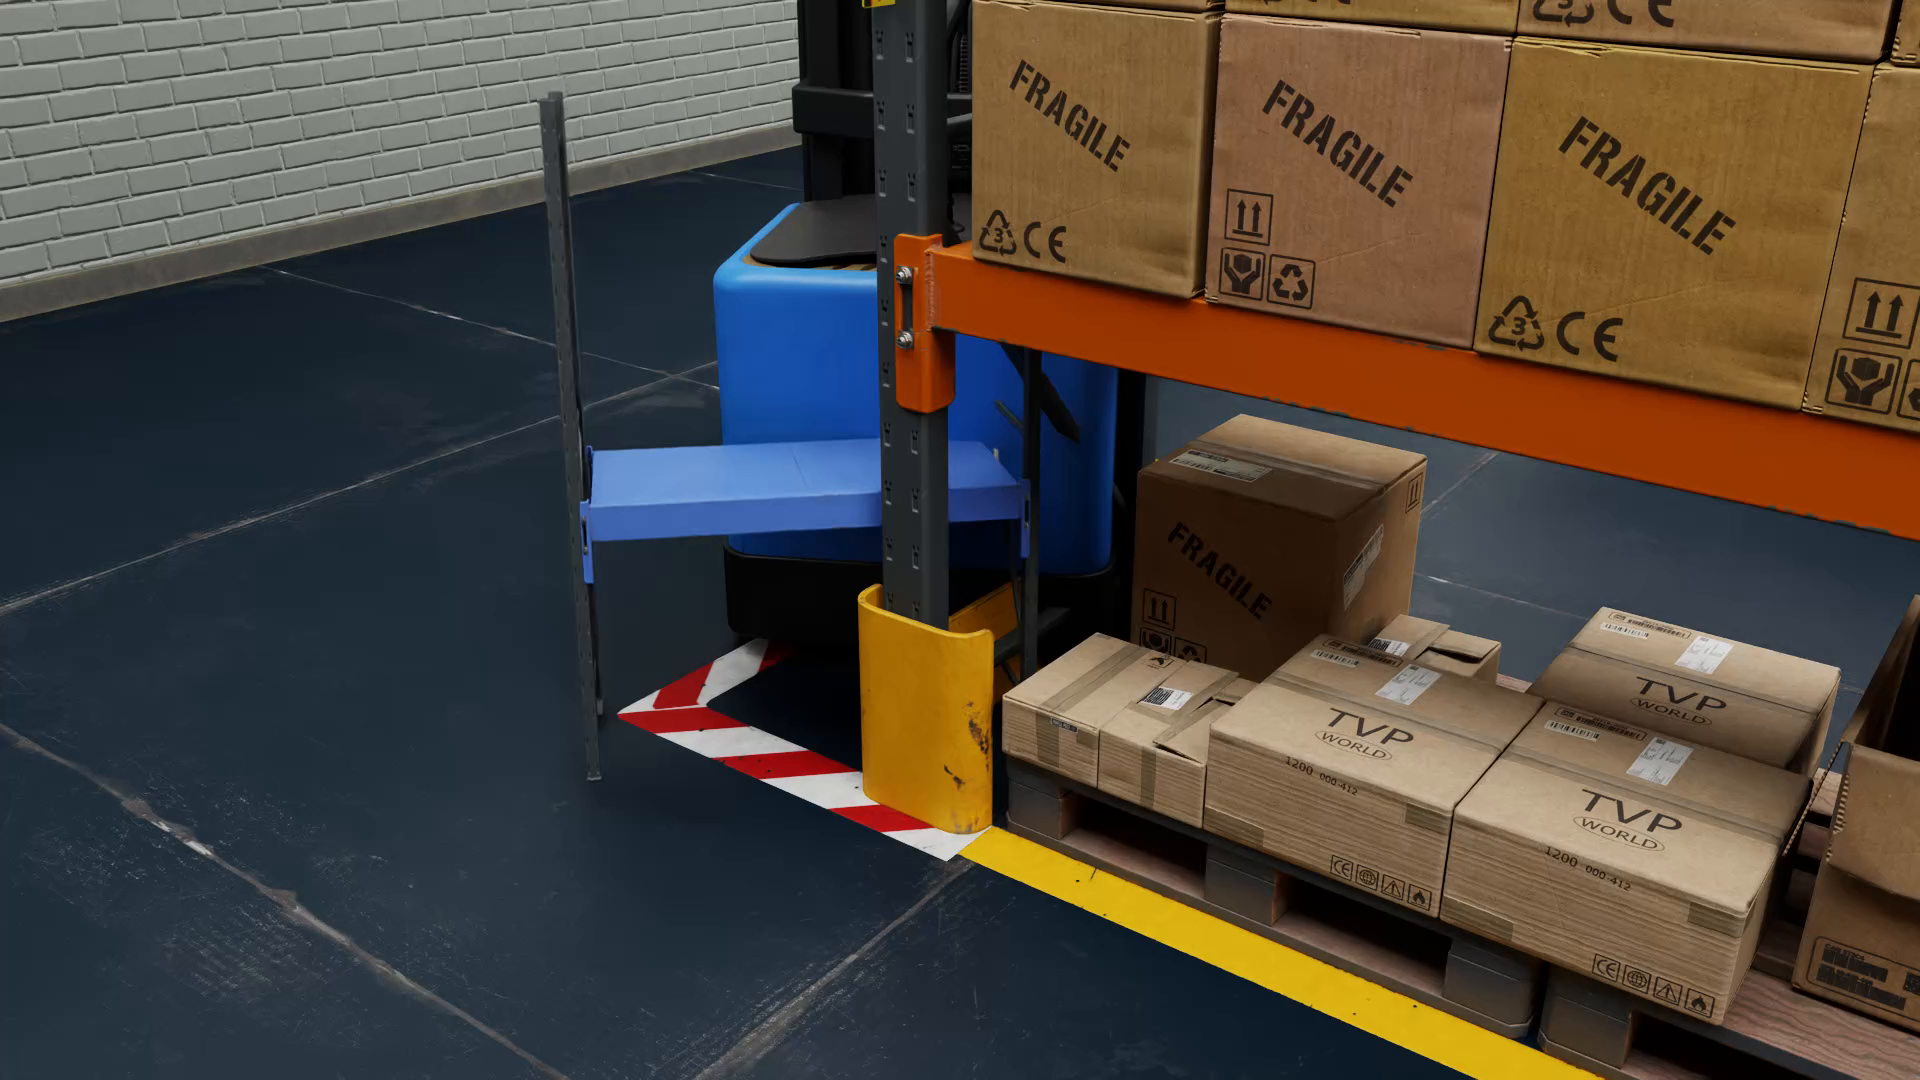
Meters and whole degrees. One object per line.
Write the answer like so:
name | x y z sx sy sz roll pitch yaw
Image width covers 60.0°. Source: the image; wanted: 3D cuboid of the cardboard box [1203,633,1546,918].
cardboard box | 0.838 0.454 3.364 0.500 0.250 0.500 17 29 33

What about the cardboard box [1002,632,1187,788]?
cardboard box | 0.302 0.369 3.683 0.250 0.149 0.380 17 29 33

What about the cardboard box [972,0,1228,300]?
cardboard box | 0.370 -0.800 3.222 0.500 0.500 0.500 18 29 34

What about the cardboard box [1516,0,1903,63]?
cardboard box | 1.190 -1.011 2.461 0.500 0.500 0.500 17 29 34

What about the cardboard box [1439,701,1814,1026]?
cardboard box | 1.238 0.575 3.089 0.500 0.250 0.500 17 29 33

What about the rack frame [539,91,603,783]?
rack frame | -0.879 -0.238 3.795 0.032 1.500 0.500 -3 18 -11

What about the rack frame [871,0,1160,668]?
rack frame | 0.173 -0.947 3.679 0.127 3.000 1.000 17 29 33

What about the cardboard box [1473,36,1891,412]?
cardboard box | 1.186 -0.555 2.665 0.500 0.500 0.500 17 29 33

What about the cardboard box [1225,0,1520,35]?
cardboard box | 0.793 -1.134 2.739 0.500 0.500 0.500 17 29 34

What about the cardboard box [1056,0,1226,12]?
cardboard box | 0.370 -1.258 3.020 0.500 0.500 0.500 18 29 35

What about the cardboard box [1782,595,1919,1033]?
cardboard box | 1.867 0.509 2.925 0.637 0.503 0.797 17 29 33

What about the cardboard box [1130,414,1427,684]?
cardboard box | 0.756 0.048 3.976 0.500 0.500 0.500 17 29 33

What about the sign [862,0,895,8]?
sign | -0.153 -1.168 3.107 0.005 0.325 0.100 17 29 33

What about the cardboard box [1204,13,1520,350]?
cardboard box | 0.786 -0.677 2.943 0.500 0.500 0.500 16 29 33

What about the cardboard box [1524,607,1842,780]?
cardboard box | 1.498 0.402 3.483 0.500 0.250 0.500 17 29 33

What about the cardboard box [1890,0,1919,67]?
cardboard box | 1.597 -0.889 2.183 0.500 0.500 0.500 17 29 33

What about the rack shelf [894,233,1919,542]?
rack shelf | 1.773 -0.134 2.726 4.000 0.370 1.077 17 29 33

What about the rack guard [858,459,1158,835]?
rack guard | 0.233 0.215 4.141 0.348 0.500 1.175 17 29 33

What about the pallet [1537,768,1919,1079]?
pallet | 1.844 0.835 3.092 1.213 0.211 1.003 17 29 33

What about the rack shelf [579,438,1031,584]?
rack shelf | -0.380 -0.095 3.942 1.000 0.185 0.538 -3 18 -11

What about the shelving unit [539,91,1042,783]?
shelving unit | -0.380 -0.267 3.889 1.048 1.500 0.538 -3 18 -11

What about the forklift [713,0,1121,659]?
forklift | 0.092 -1.590 5.223 1.130 2.935 3.031 3 24 8

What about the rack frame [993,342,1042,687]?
rack frame | 0.119 -0.295 3.983 0.032 1.500 0.500 -3 18 -11

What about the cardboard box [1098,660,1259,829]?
cardboard box | 0.502 0.421 3.543 0.250 0.166 0.380 17 29 33

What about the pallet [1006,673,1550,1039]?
pallet | 0.872 0.540 3.762 1.213 0.211 1.003 17 29 33

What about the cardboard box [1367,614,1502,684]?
cardboard box | 1.026 0.327 3.755 0.250 0.166 0.380 17 29 33

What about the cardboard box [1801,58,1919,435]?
cardboard box | 1.585 -0.433 2.389 0.500 0.500 0.500 17 29 34
